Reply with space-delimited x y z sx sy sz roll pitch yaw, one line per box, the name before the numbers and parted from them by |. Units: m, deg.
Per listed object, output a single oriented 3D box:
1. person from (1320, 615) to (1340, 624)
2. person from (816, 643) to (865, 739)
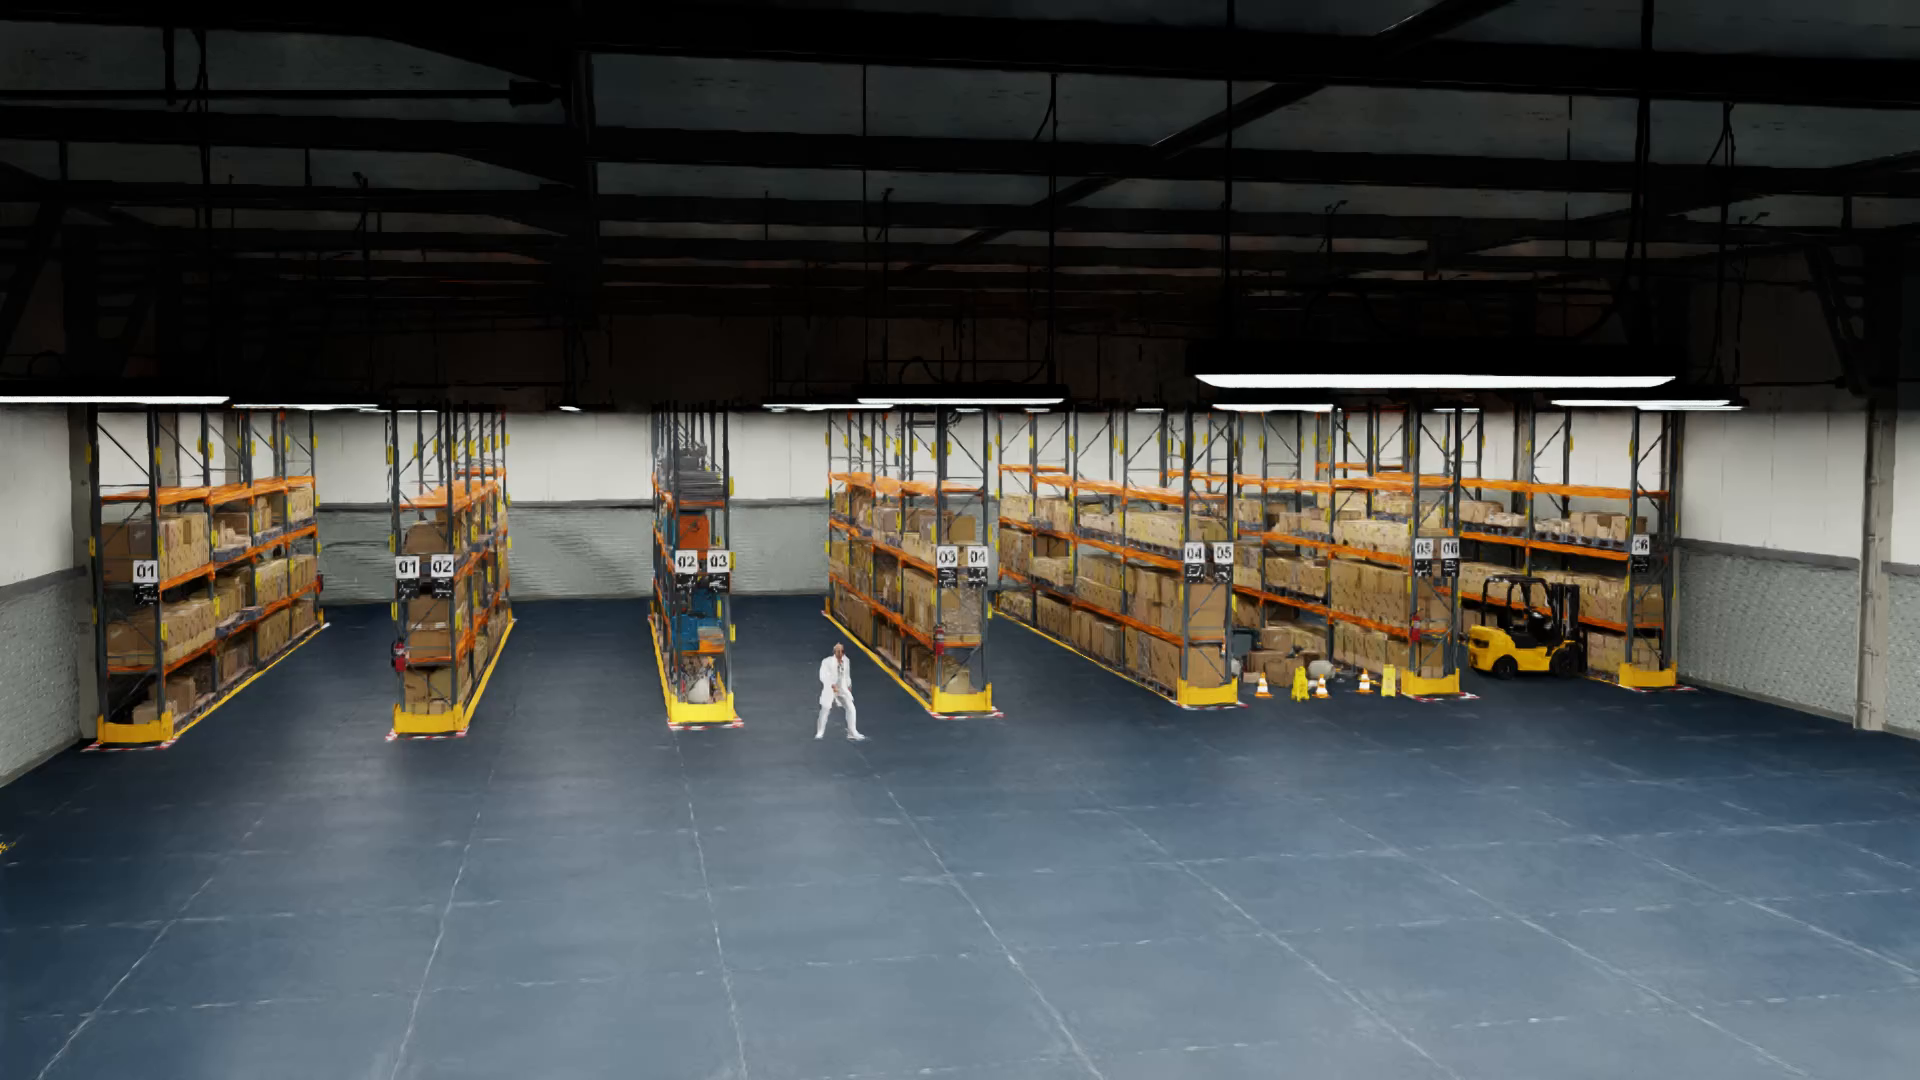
person | 10.178 1.445 45.645 0.562 1.655 0.611 1 4 11
person | -2.185 2.650 29.293 0.735 1.715 0.896 -2 5 -28
